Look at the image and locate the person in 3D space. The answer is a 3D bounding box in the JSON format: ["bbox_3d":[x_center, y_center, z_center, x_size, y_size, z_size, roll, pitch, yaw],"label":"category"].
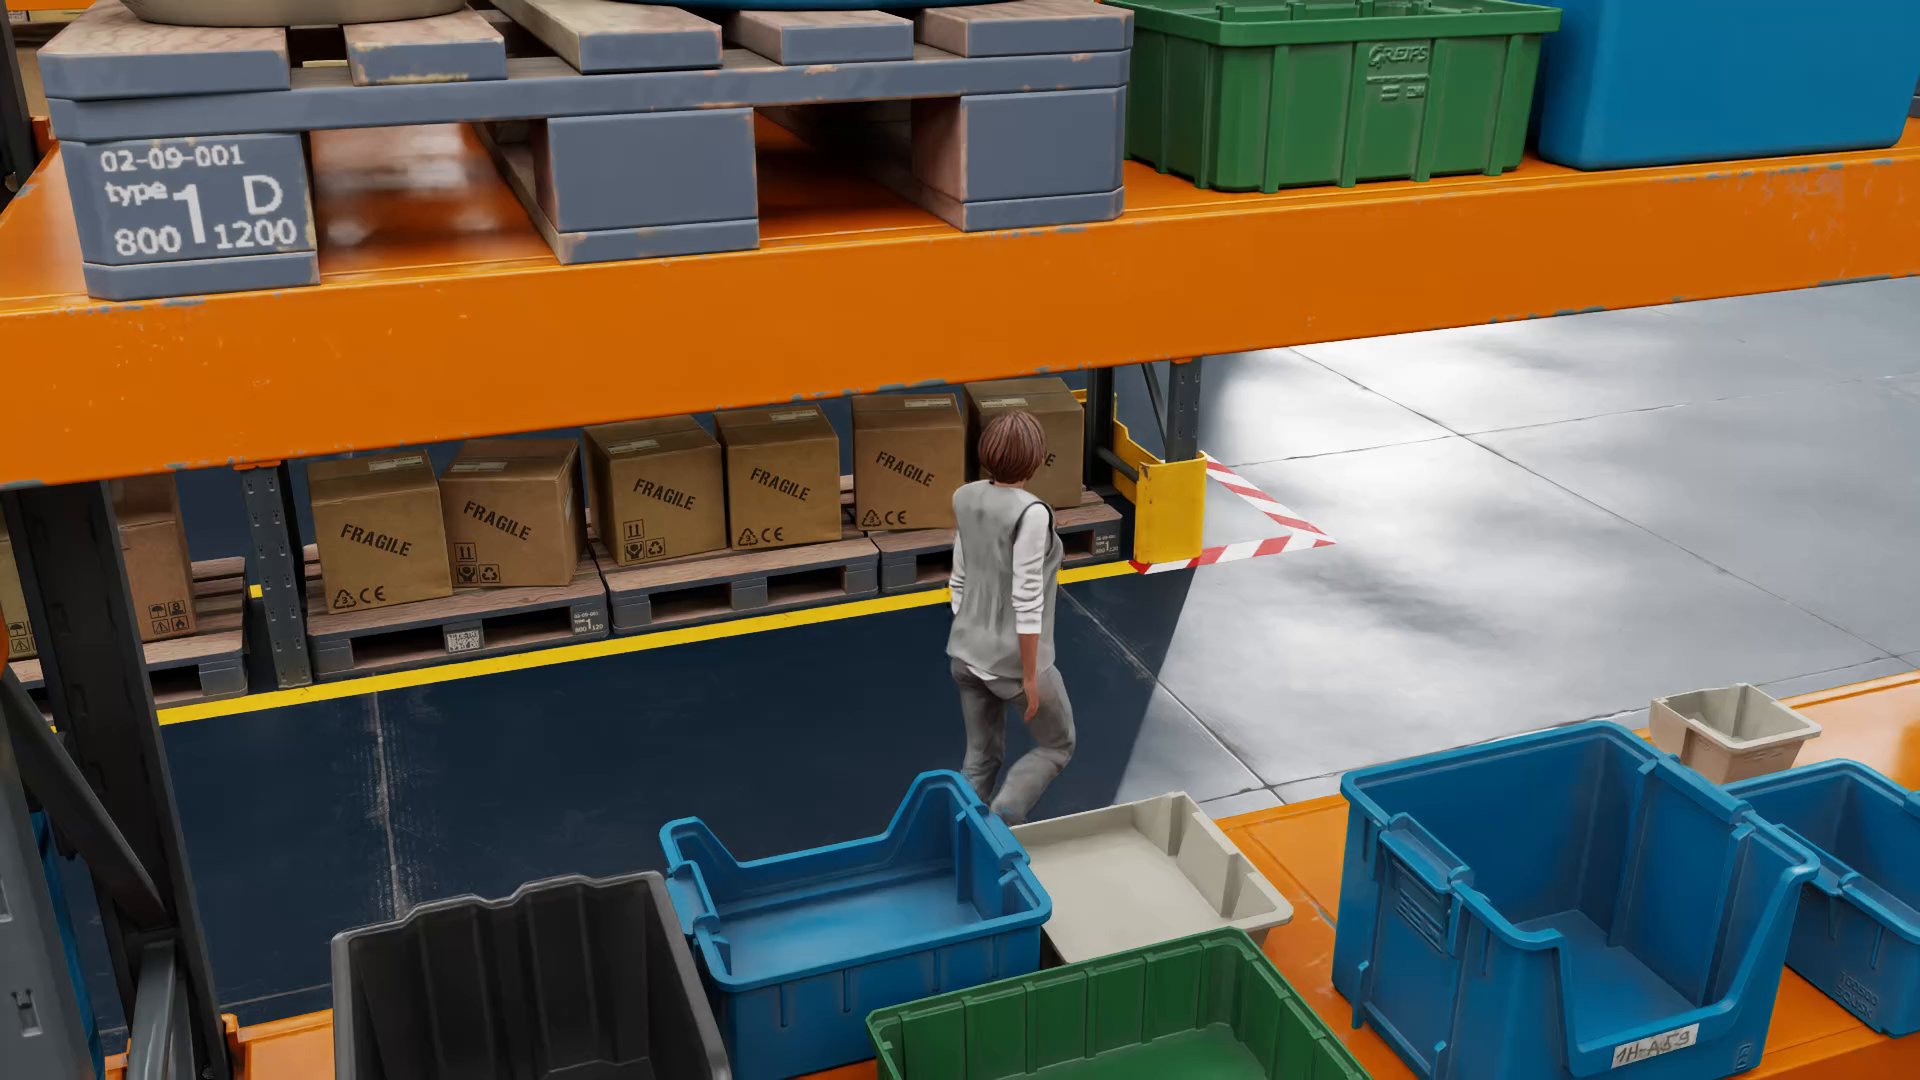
[{"bbox_3d":[0.115,0.382,5.170,0.430,1.586,0.463,-20,30,-39],"label":"person"}]
